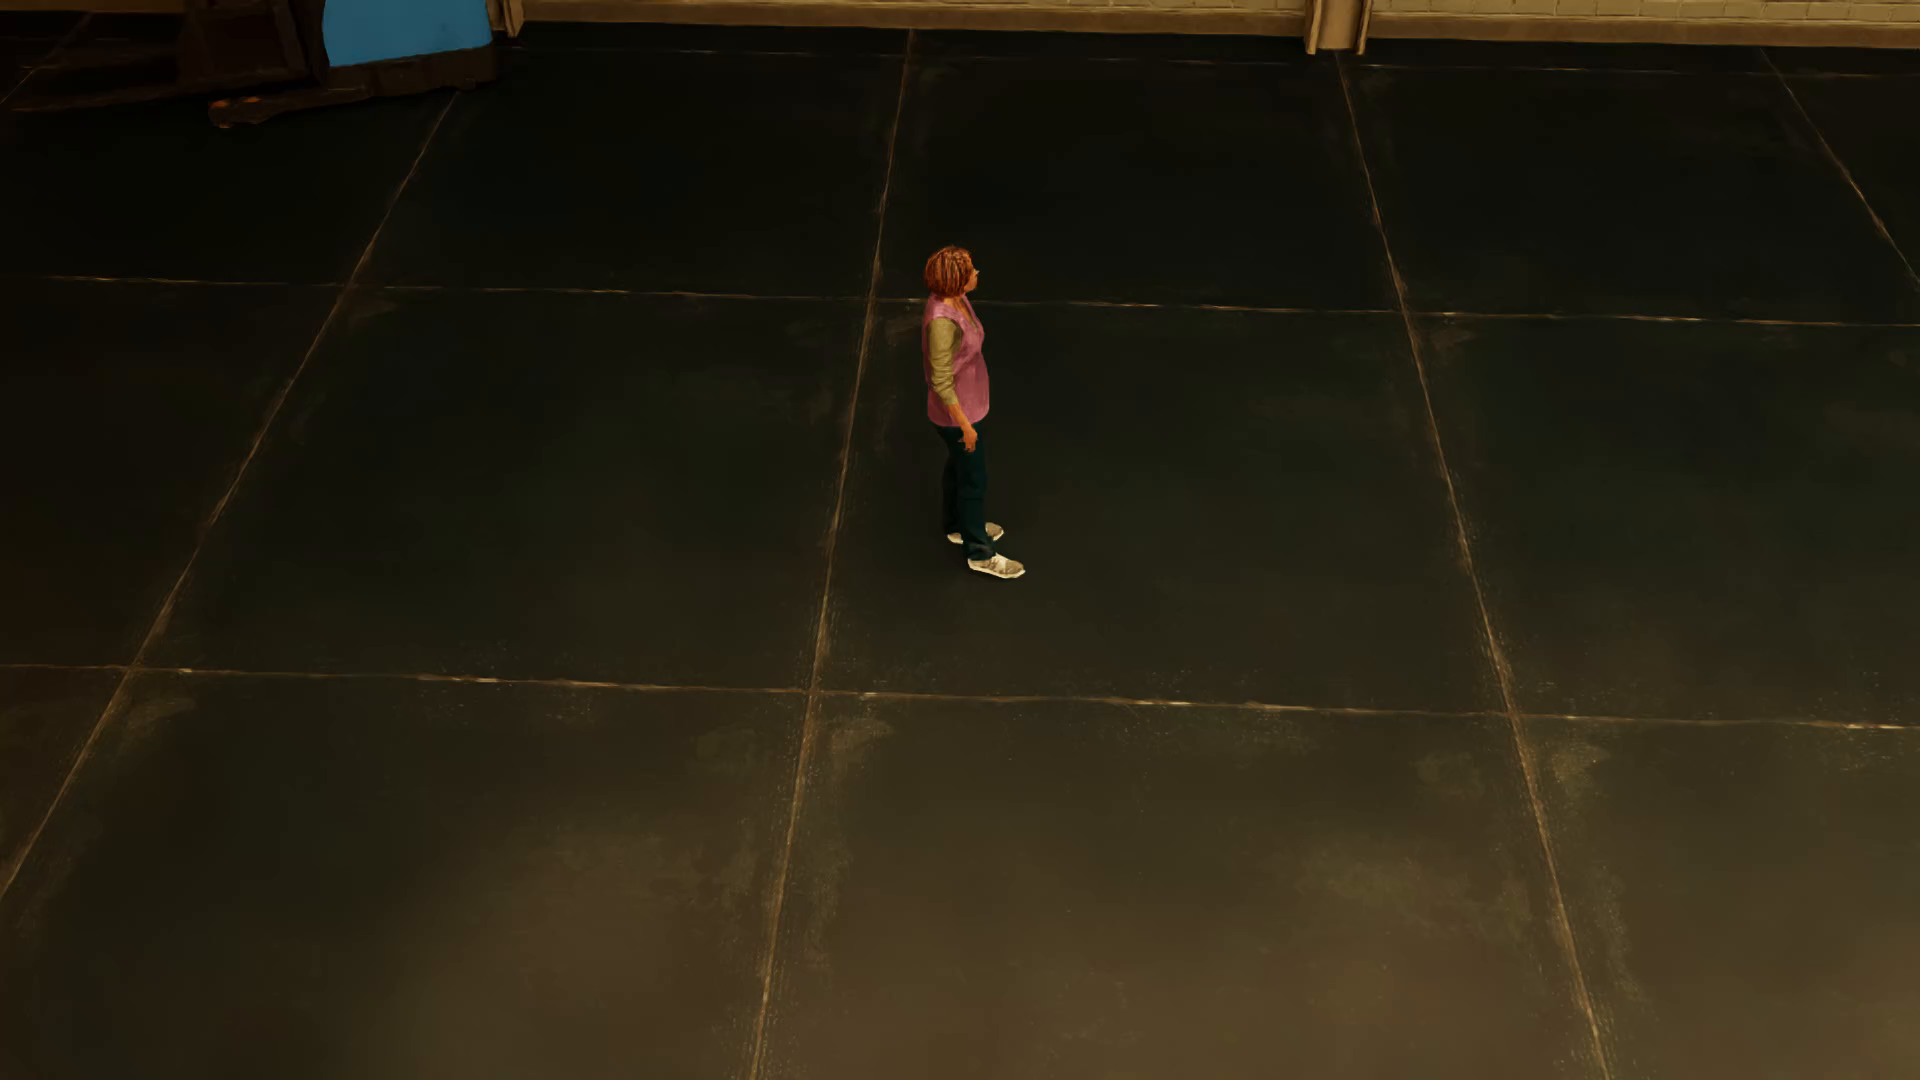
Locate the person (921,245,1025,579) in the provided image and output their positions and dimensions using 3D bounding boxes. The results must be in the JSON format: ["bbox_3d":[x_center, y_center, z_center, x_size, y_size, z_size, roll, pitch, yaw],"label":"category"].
[{"bbox_3d":[0.073,-0.584,7.360,0.474,1.597,0.520,2,42,2],"label":"person"}]

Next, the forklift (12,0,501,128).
[{"bbox_3d":[-4.686,-4.173,10.313,3.031,2.935,1.130,-12,44,-13],"label":"forklift"}]
